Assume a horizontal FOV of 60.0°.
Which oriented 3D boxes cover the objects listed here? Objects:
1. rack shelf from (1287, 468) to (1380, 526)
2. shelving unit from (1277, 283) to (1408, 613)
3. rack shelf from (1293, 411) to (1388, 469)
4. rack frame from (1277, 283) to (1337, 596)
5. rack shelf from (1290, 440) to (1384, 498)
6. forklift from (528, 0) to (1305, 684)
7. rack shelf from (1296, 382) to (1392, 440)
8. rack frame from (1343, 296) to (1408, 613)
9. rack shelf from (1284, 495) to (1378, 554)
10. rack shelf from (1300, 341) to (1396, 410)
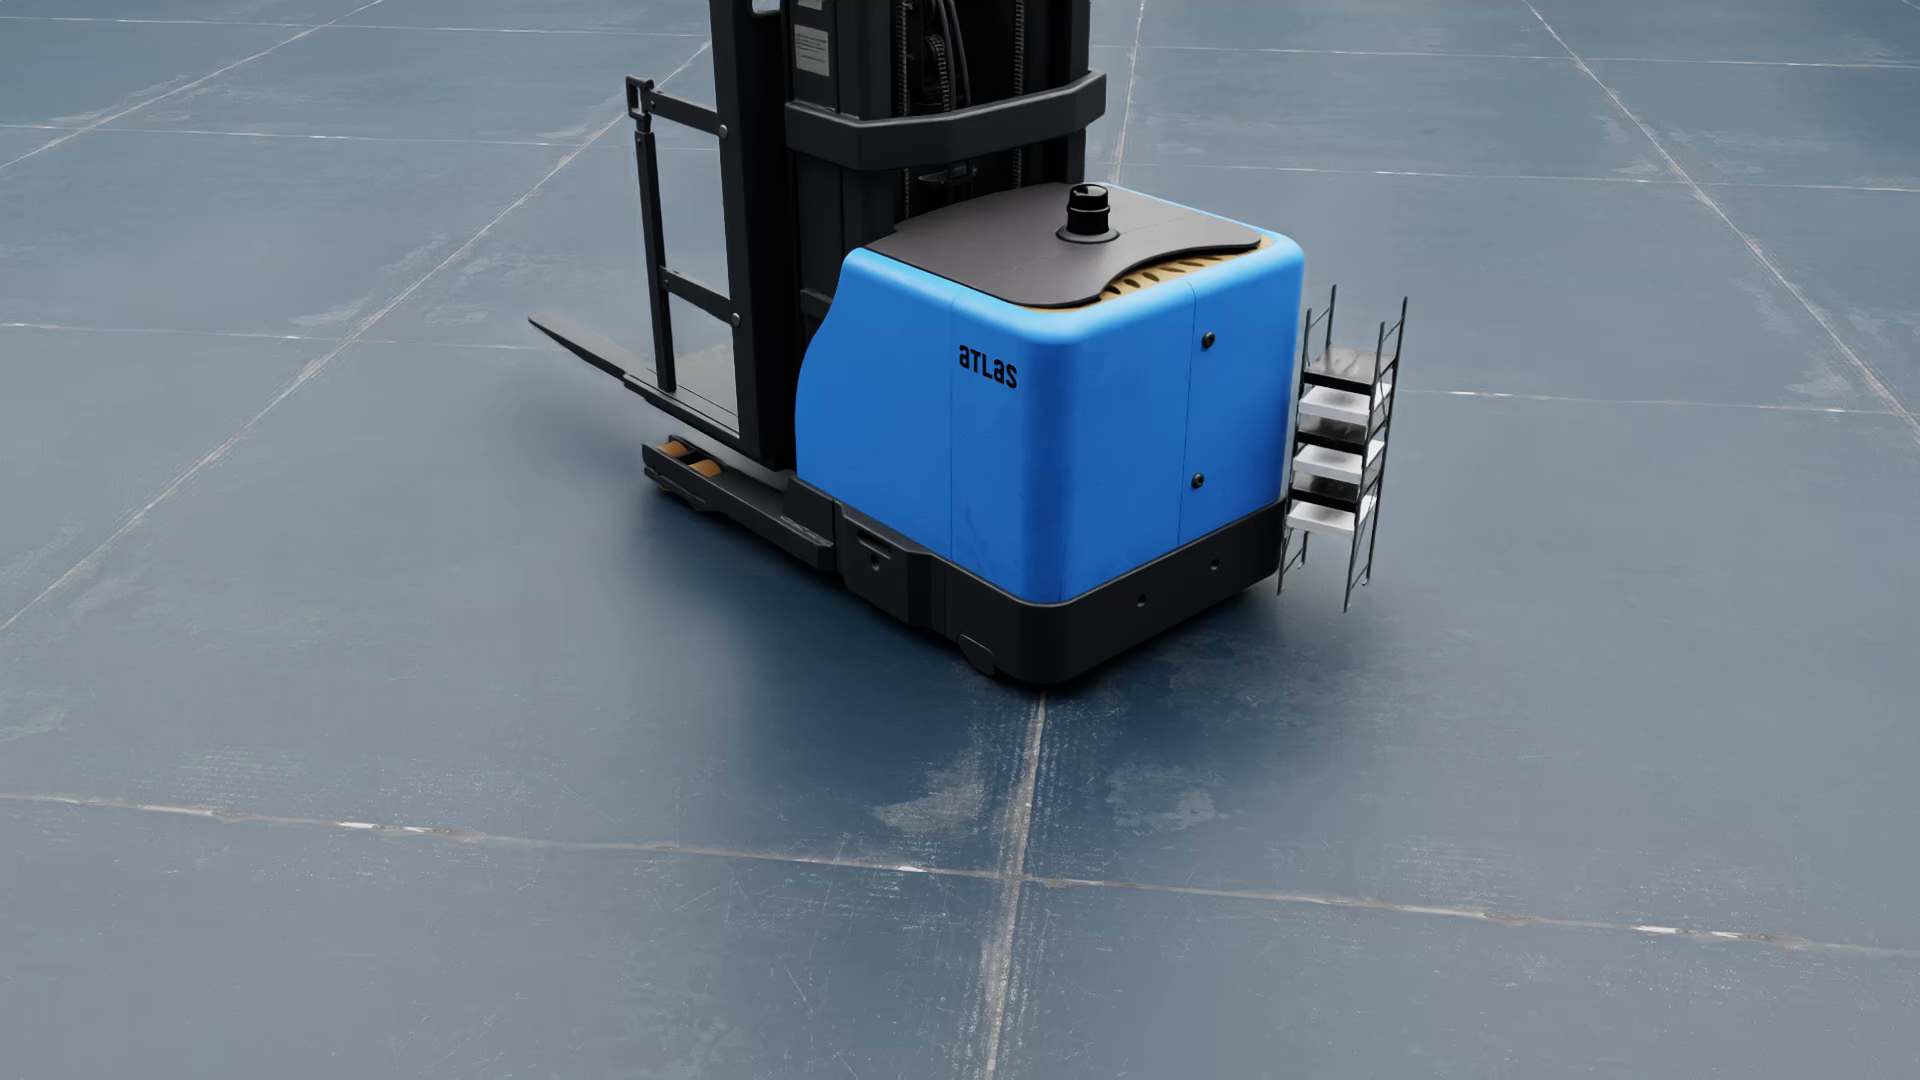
[{"bbox_3d":[1.091,-0.147,4.833,0.200,0.077,0.258,15,32,25],"label":"rack shelf"},{"bbox_3d":[1.092,-0.255,4.775,0.210,0.900,0.258,15,32,25],"label":"shelving unit"},{"bbox_3d":[1.092,-0.305,4.748,0.200,0.077,0.258,15,32,25],"label":"rack shelf"},{"bbox_3d":[1.003,-0.279,4.818,0.006,0.900,0.240,15,32,25],"label":"rack frame"},{"bbox_3d":[1.091,-0.226,4.790,0.200,0.077,0.258,15,32,25],"label":"rack shelf"},{"bbox_3d":[-0.404,-1.525,4.991,1.130,2.935,3.031,-23,36,-36],"label":"forklift"},{"bbox_3d":[1.092,-0.384,4.705,0.200,0.077,0.258,15,32,25],"label":"rack shelf"},{"bbox_3d":[1.180,-0.232,4.731,0.006,0.900,0.240,15,32,25],"label":"rack frame"},{"bbox_3d":[1.091,-0.068,4.876,0.200,0.077,0.258,15,32,25],"label":"rack shelf"},{"bbox_3d":[1.092,-0.463,4.662,0.200,0.077,0.258,15,32,25],"label":"rack shelf"}]
